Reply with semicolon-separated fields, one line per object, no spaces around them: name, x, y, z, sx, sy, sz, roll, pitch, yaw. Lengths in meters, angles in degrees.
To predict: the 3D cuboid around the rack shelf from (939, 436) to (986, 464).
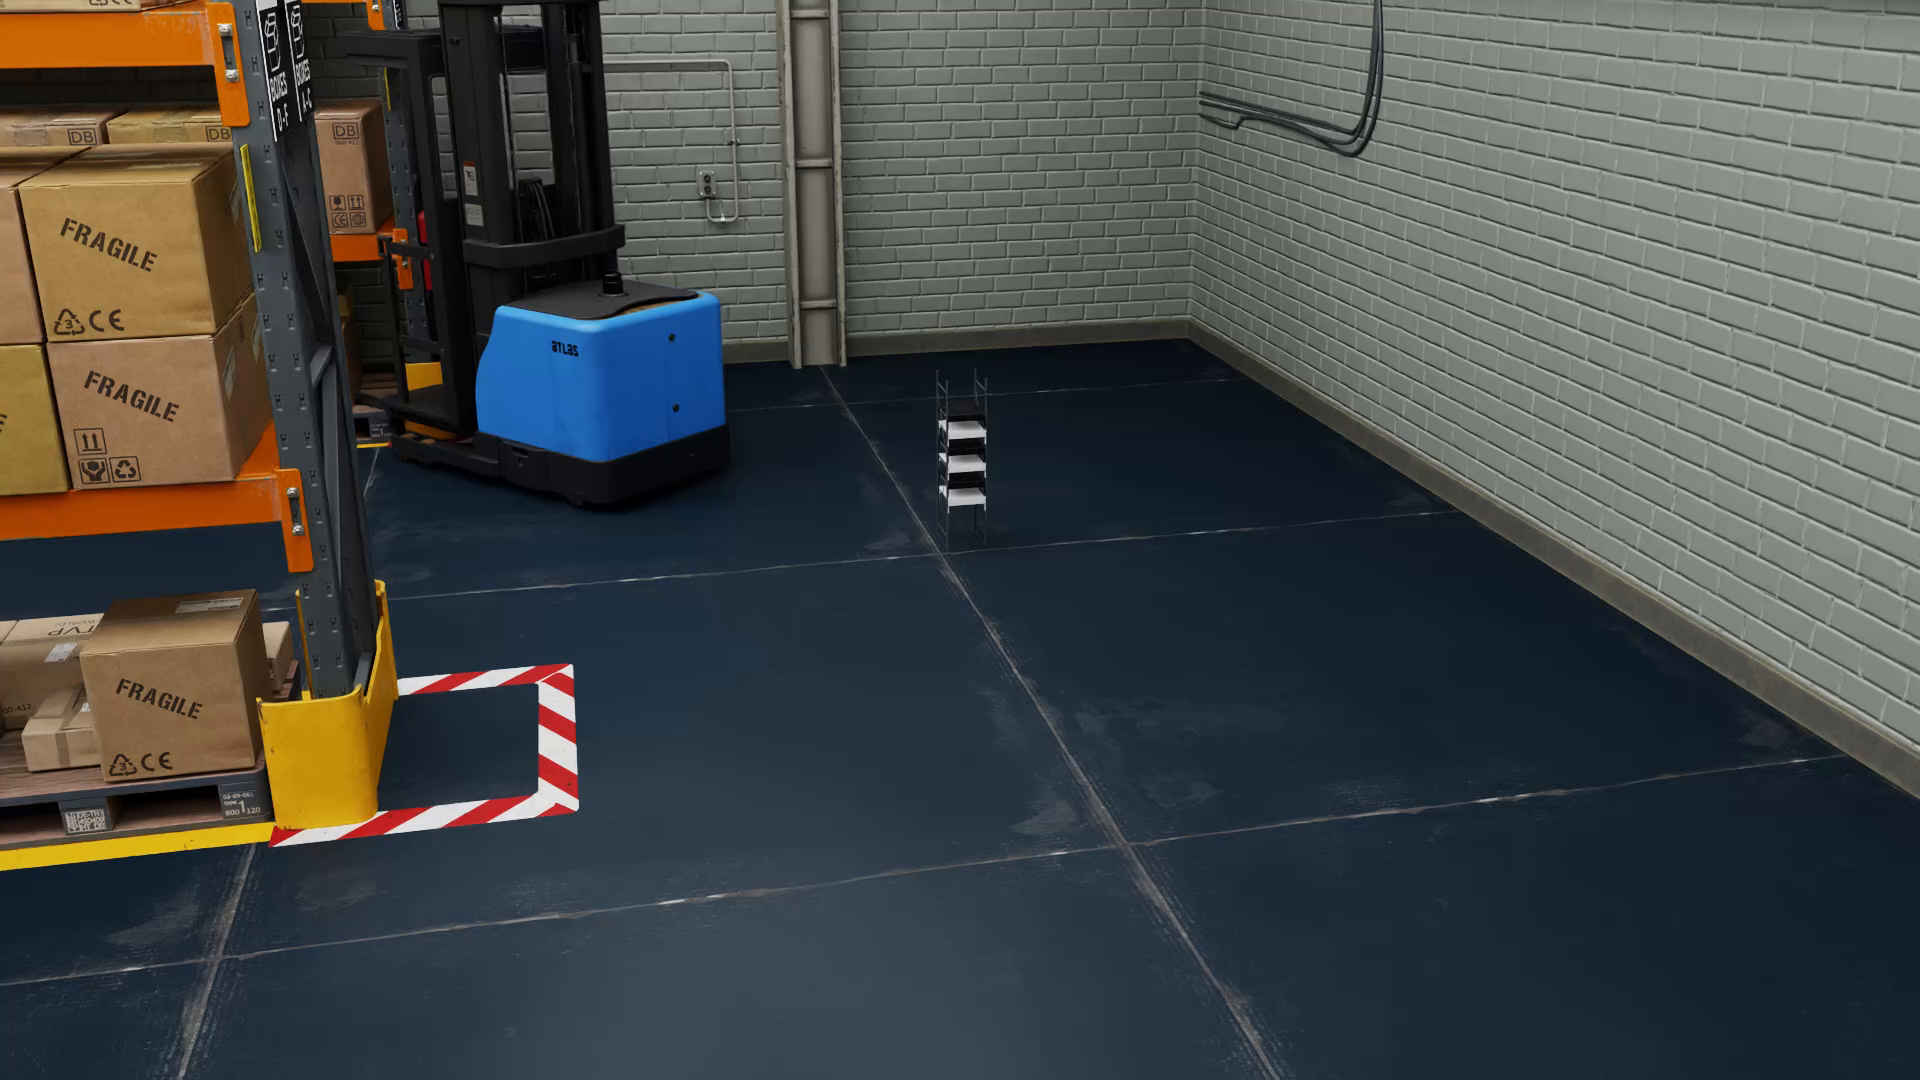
rack shelf;0.008;-0.476;8.642;0.200;0.077;0.258;-5;21;-12

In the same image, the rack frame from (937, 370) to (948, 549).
rack frame;-0.091;-0.415;8.640;0.006;0.900;0.240;-5;21;-12

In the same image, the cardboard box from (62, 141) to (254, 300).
cardboard box;-2.842;-1.145;5.981;0.500;0.500;0.500;-4;20;-11

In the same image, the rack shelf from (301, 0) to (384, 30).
rack shelf;-5.439;-3.146;9.726;4.000;0.370;1.077;-5;21;-12

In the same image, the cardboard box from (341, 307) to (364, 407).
cardboard box;-4.151;-1.168;10.666;0.500;0.500;0.700;-5;21;-12

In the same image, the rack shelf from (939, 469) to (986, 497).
rack shelf;0.008;-0.307;8.704;0.200;0.077;0.258;-5;21;-12

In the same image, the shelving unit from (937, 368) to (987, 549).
shelving unit;0.008;-0.423;8.662;0.210;0.900;0.258;-5;21;-12

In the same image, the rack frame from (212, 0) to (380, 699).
rack frame;-2.349;-0.575;6.025;0.127;3.000;1.000;-5;21;-12

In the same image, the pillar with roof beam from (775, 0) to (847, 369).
pillar with roof beam;-0.073;-4.113;6.959;0.400;9.000;9.100;-5;21;-12

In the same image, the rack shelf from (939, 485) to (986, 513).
rack shelf;0.008;-0.223;8.735;0.200;0.077;0.258;-5;21;-12

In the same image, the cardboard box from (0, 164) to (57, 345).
cardboard box;-3.210;-0.924;5.378;0.500;0.500;0.500;-4;21;-11

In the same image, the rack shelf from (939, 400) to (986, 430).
rack shelf;0.008;-0.645;8.580;0.200;0.077;0.258;-5;21;-12

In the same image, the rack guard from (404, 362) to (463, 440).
rack guard;-3.469;-1.062;10.986;0.348;0.500;1.175;-5;21;-12

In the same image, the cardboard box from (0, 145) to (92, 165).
cardboard box;-3.349;-1.101;5.861;0.500;0.500;0.500;-4;21;-12

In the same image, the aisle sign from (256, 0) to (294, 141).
aisle sign;-2.212;-1.699;5.312;0.004;0.787;0.394;-5;21;-12

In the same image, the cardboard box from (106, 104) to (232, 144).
cardboard box;-4.692;-2.269;10.212;0.700;0.700;0.980;-5;21;-13

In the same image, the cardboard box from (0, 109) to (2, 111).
cardboard box;-6.142;-2.151;9.890;0.700;0.700;0.980;-5;21;-14

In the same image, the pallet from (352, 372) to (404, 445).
pallet;-4.253;-0.834;10.786;1.213;0.211;1.003;-5;21;-12

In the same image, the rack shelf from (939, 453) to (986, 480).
rack shelf;0.008;-0.392;8.673;0.200;0.077;0.258;-5;21;-12

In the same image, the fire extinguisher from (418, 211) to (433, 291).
fire extinguisher;-3.240;-1.879;10.239;0.183;0.674;0.296;-5;21;-12

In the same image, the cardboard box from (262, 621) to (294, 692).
cardboard box;-2.836;0.475;6.663;0.250;0.149;0.380;-5;21;-12

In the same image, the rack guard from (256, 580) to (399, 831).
rack guard;-2.423;0.604;6.438;0.348;0.500;1.175;-5;21;-12

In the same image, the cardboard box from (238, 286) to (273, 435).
cardboard box;-2.842;-0.676;6.153;0.500;0.500;0.500;-4;21;-11

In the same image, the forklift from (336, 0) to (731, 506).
forklift;-2.844;-1.950;9.876;3.031;2.935;1.130;15;25;34

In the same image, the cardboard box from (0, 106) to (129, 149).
cardboard box;-5.436;-2.212;10.056;0.700;0.700;0.980;-6;21;-15

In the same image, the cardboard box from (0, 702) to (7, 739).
cardboard box;-3.753;0.700;5.902;0.500;0.250;0.500;-5;21;-12

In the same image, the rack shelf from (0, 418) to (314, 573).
rack shelf;-4.295;-0.079;5.716;4.000;0.370;1.077;-5;21;-12

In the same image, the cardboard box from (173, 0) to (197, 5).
cardboard box;-2.907;-1.958;5.656;0.500;0.250;0.500;-5;21;-12

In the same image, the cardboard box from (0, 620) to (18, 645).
cardboard box;-3.917;0.536;6.348;0.500;0.250;0.500;-5;21;-12

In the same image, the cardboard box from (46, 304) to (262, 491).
cardboard box;-2.722;-0.496;5.662;0.500;0.500;0.500;-4;20;-11

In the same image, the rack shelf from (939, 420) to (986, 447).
rack shelf;0.008;-0.561;8.611;0.200;0.077;0.258;-5;21;-12

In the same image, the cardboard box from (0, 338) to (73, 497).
cardboard box;-3.226;-0.454;5.547;0.500;0.500;0.500;-4;21;-12

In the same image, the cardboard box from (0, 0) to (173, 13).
cardboard box;-2.788;-1.785;5.183;0.500;0.250;0.500;-5;21;-12

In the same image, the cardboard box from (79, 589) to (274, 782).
cardboard box;-2.822;0.517;6.036;0.500;0.500;0.500;-5;21;-12

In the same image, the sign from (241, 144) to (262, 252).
sign;-2.241;-1.080;5.260;0.005;0.325;0.100;-5;21;-12

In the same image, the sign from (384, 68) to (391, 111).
sign;-3.381;-2.706;9.812;0.005;0.325;0.100;-5;21;-12

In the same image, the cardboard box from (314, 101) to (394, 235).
cardboard box;-3.987;-2.330;10.380;0.700;0.700;0.980;-4;20;-10

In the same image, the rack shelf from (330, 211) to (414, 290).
rack shelf;-5.439;-1.737;10.242;4.000;0.370;1.077;-5;21;-12

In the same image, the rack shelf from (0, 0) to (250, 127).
rack shelf;-4.295;-1.488;5.200;4.000;0.370;1.077;-5;21;-12

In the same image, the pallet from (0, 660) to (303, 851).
pallet;-3.199;0.803;6.315;1.213;0.211;1.003;-5;21;-12

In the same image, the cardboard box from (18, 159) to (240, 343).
cardboard box;-2.719;-0.965;5.488;0.500;0.500;0.500;-5;21;-13

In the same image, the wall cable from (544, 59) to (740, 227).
wall cable;-2.464;-3.128;11.517;1.851;1.984;0.084;-5;21;-12

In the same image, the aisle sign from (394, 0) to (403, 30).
aisle sign;-3.354;-3.359;9.845;0.004;0.787;0.394;-5;21;-12

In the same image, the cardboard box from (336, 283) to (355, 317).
cardboard box;-4.075;-1.549;10.764;0.250;0.149;0.380;-5;21;-12

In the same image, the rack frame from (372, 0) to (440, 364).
rack frame;-3.493;-2.233;10.550;0.127;3.000;1.000;-5;21;-12

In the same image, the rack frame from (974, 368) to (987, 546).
rack frame;0.107;-0.431;8.684;0.006;0.900;0.240;-5;21;-12

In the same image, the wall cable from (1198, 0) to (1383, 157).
wall cable;2.094;-3.920;10.948;0.112;2.526;3.097;-5;21;-12

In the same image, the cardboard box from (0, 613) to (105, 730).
cardboard box;-3.430;0.497;6.456;0.500;0.250;0.500;-5;21;-12

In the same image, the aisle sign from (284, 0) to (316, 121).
aisle sign;-2.350;-1.900;5.861;0.004;0.787;0.394;-5;21;-12

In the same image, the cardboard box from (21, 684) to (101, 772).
cardboard box;-3.236;0.676;6.088;0.250;0.166;0.380;-5;21;-12
